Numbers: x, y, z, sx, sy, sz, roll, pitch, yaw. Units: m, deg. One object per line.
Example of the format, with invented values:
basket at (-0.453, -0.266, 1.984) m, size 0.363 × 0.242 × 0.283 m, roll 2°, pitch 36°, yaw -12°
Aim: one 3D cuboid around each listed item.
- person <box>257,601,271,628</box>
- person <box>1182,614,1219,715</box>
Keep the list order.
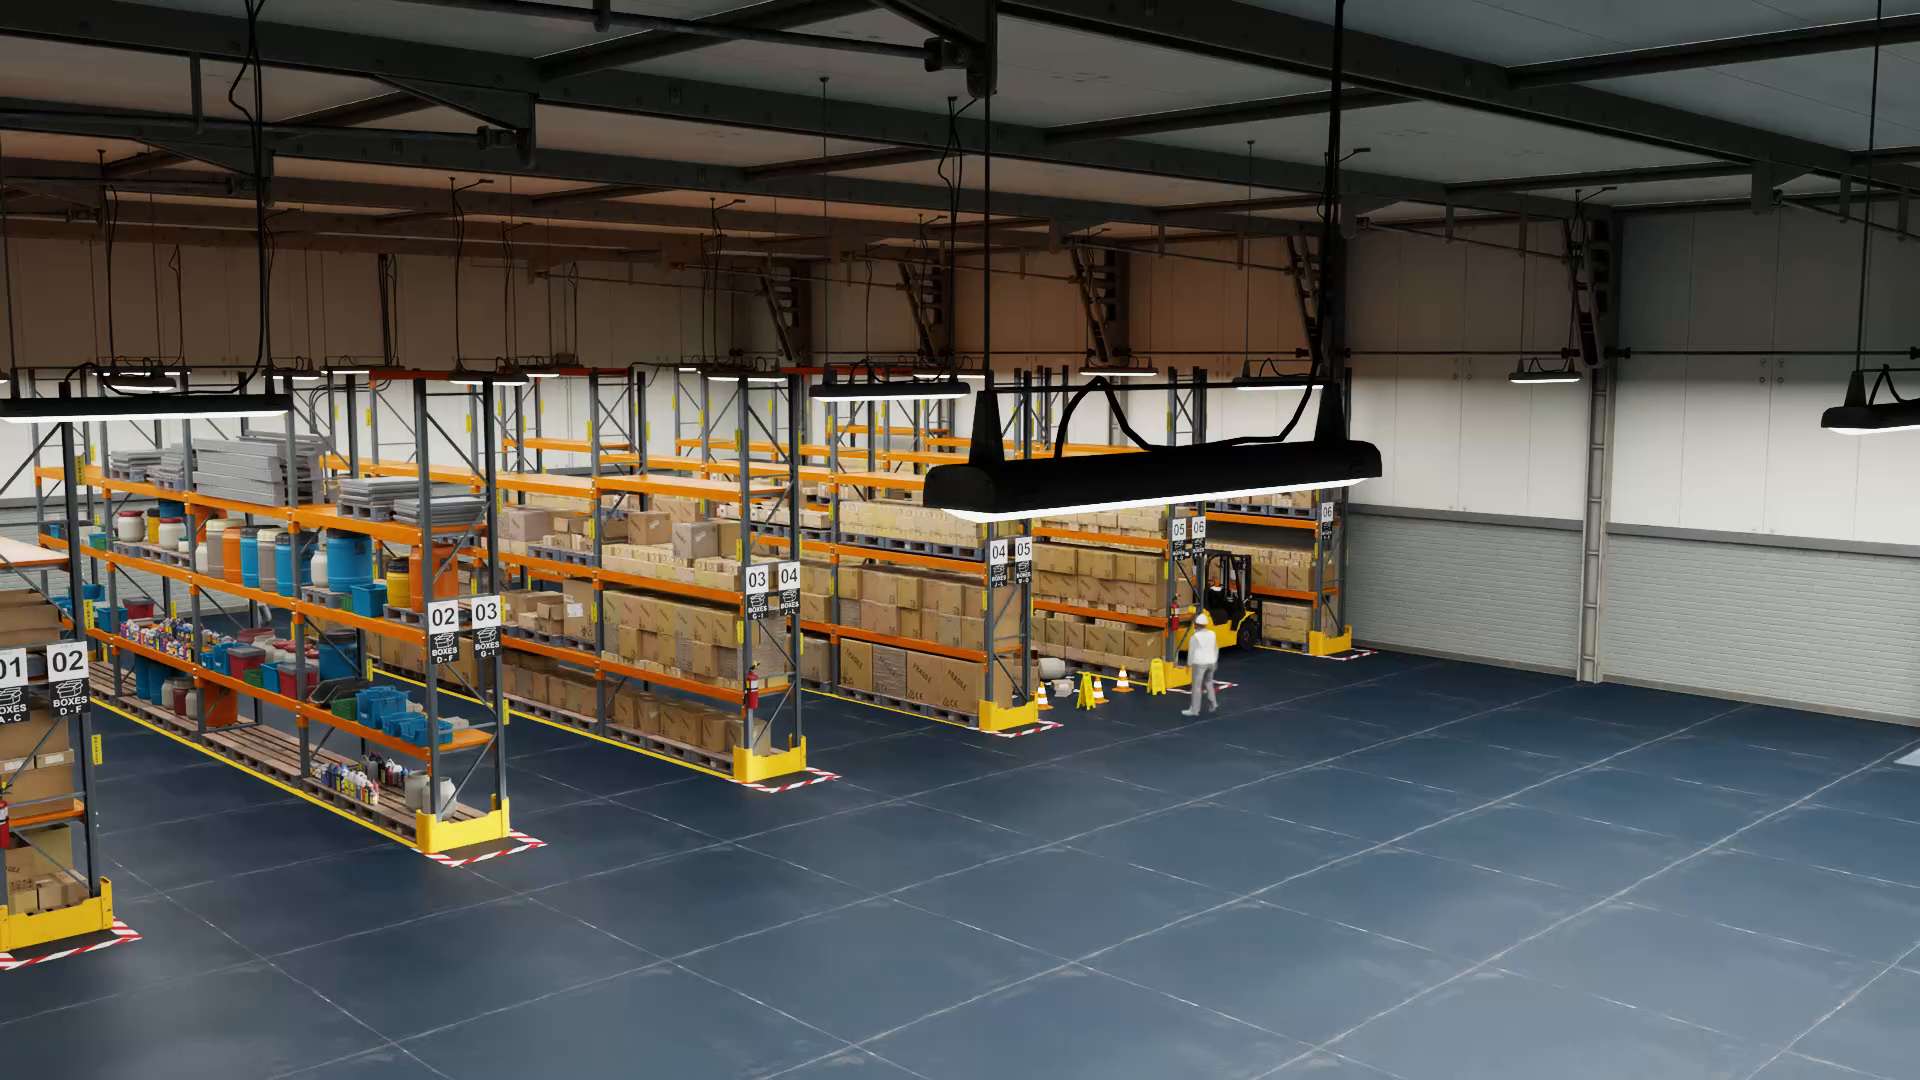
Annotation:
person at (-15.326, 1.448, 36.403) m, size 0.456 × 1.586 × 0.457 m, roll 3°, pitch 7°, yaw 24°
person at (4.245, 2.169, 29.029) m, size 0.627 × 1.775 × 0.419 m, roll -4°, pitch 7°, yaw -31°
